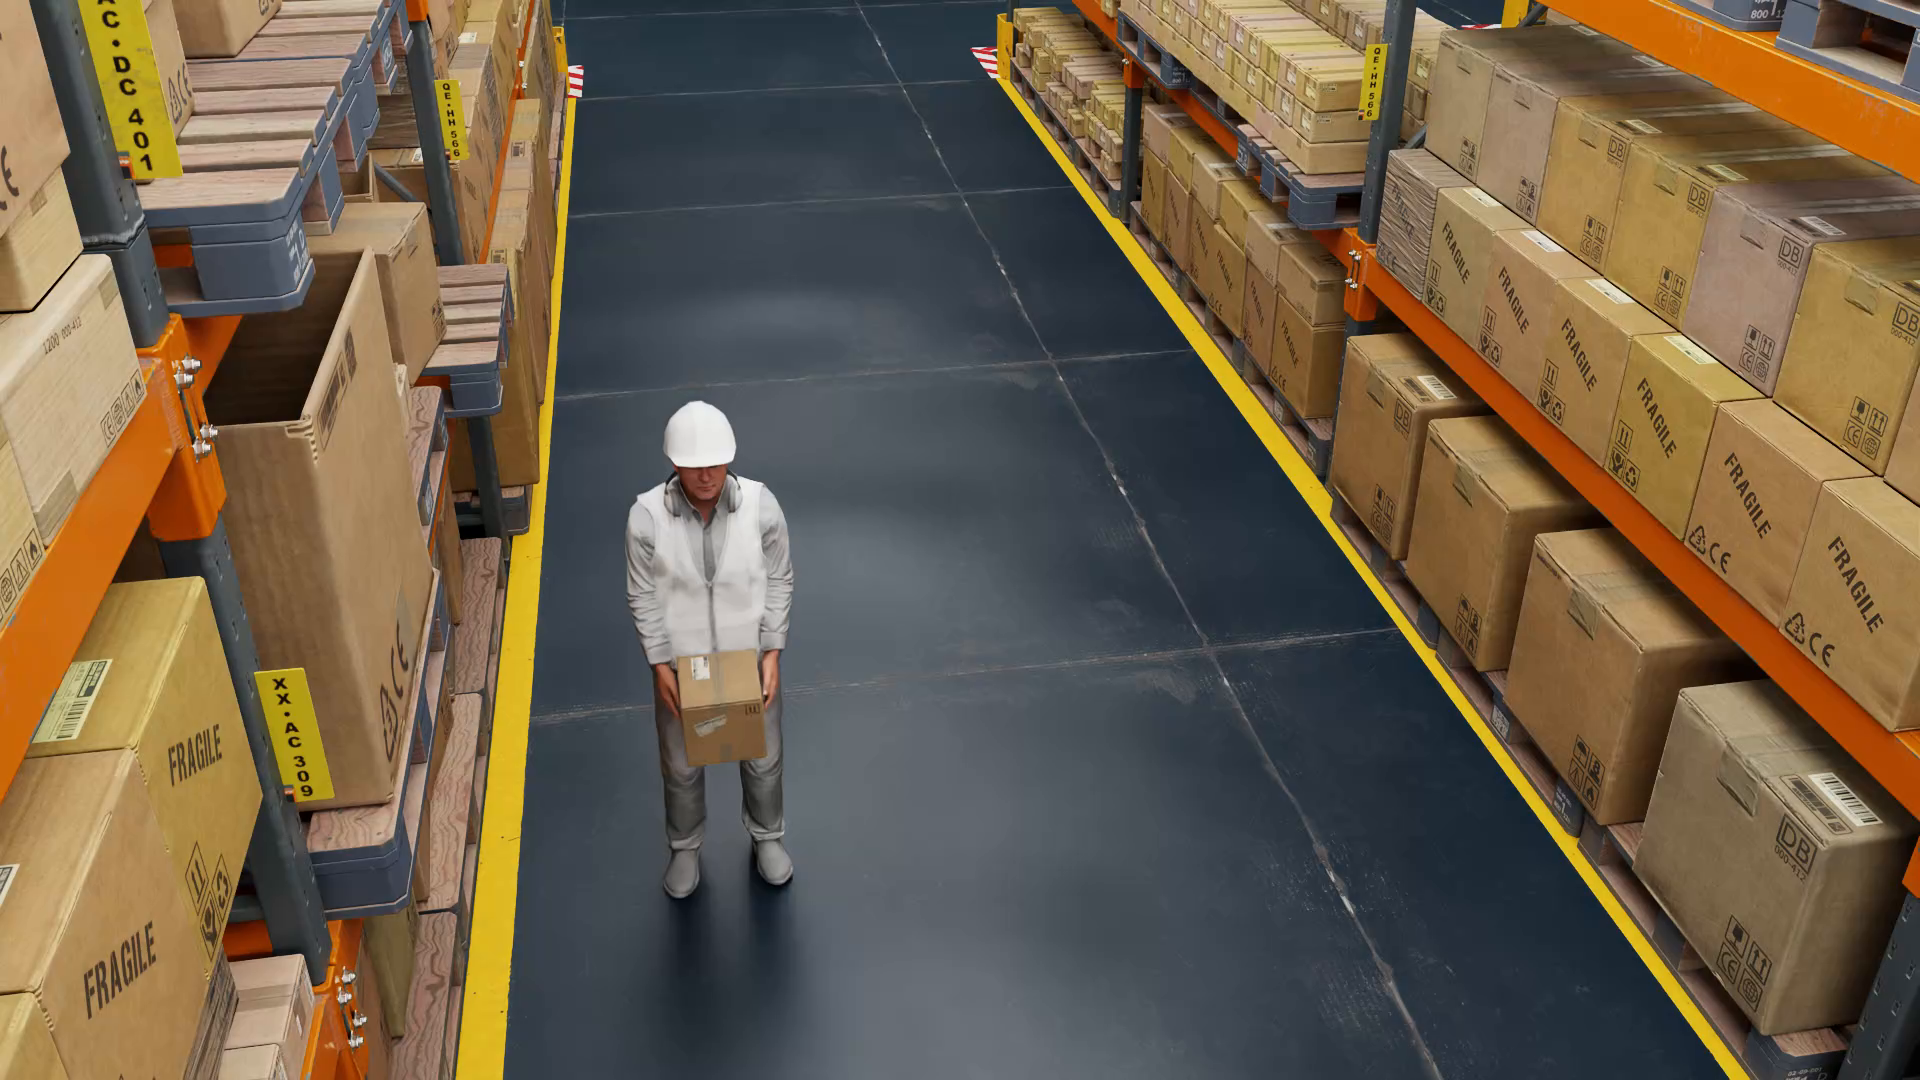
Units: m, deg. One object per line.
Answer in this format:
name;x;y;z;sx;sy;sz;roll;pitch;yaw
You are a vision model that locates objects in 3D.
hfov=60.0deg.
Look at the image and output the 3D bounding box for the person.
person;-0.795;0.383;5.447;0.542;1.780;0.493;-6;31;-10
